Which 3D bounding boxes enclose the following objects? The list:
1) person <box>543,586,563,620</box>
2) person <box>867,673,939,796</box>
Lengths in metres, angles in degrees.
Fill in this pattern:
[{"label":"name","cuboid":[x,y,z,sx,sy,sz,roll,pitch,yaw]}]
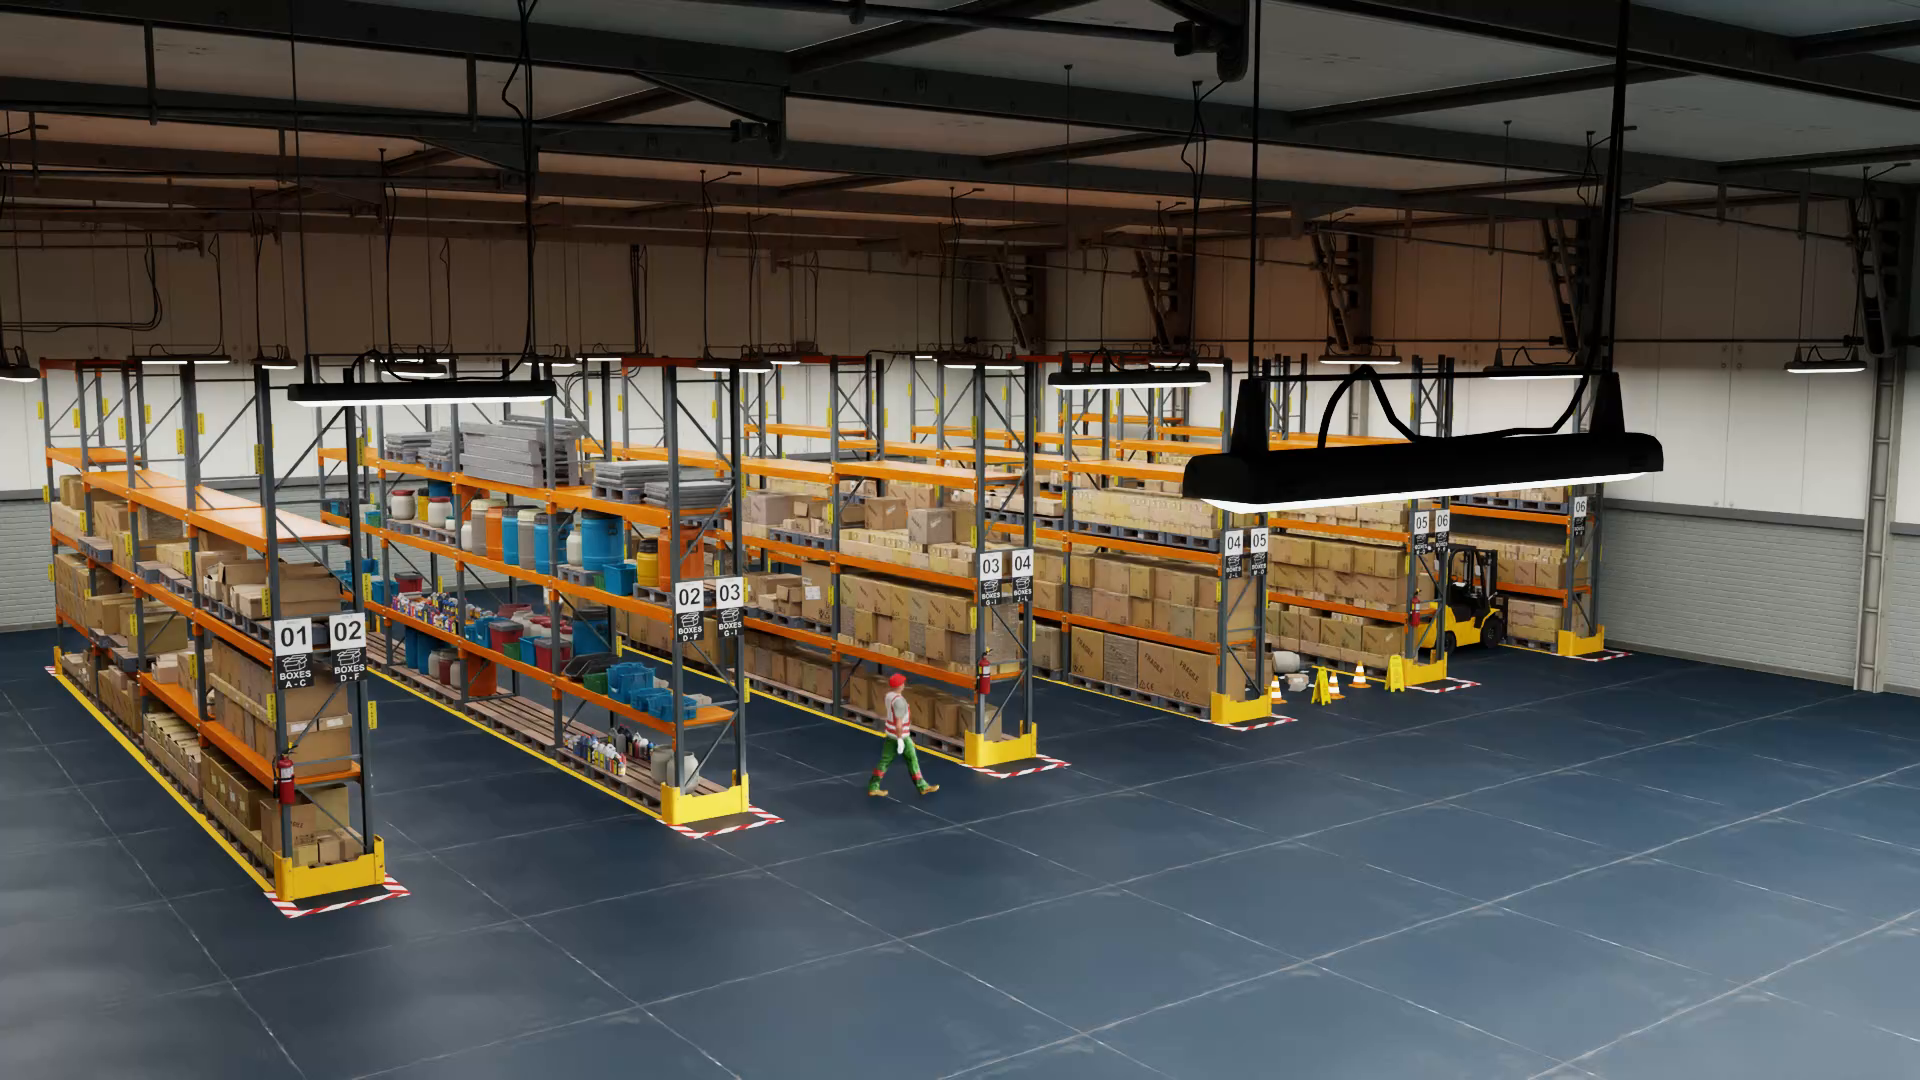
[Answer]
[{"label":"person","cuboid":[-8.396,1.332,34.394,0.432,1.791,0.553,1,7,4]},{"label":"person","cuboid":[-0.806,2.691,23.059,1.023,1.743,0.640,-3,8,-24]}]
